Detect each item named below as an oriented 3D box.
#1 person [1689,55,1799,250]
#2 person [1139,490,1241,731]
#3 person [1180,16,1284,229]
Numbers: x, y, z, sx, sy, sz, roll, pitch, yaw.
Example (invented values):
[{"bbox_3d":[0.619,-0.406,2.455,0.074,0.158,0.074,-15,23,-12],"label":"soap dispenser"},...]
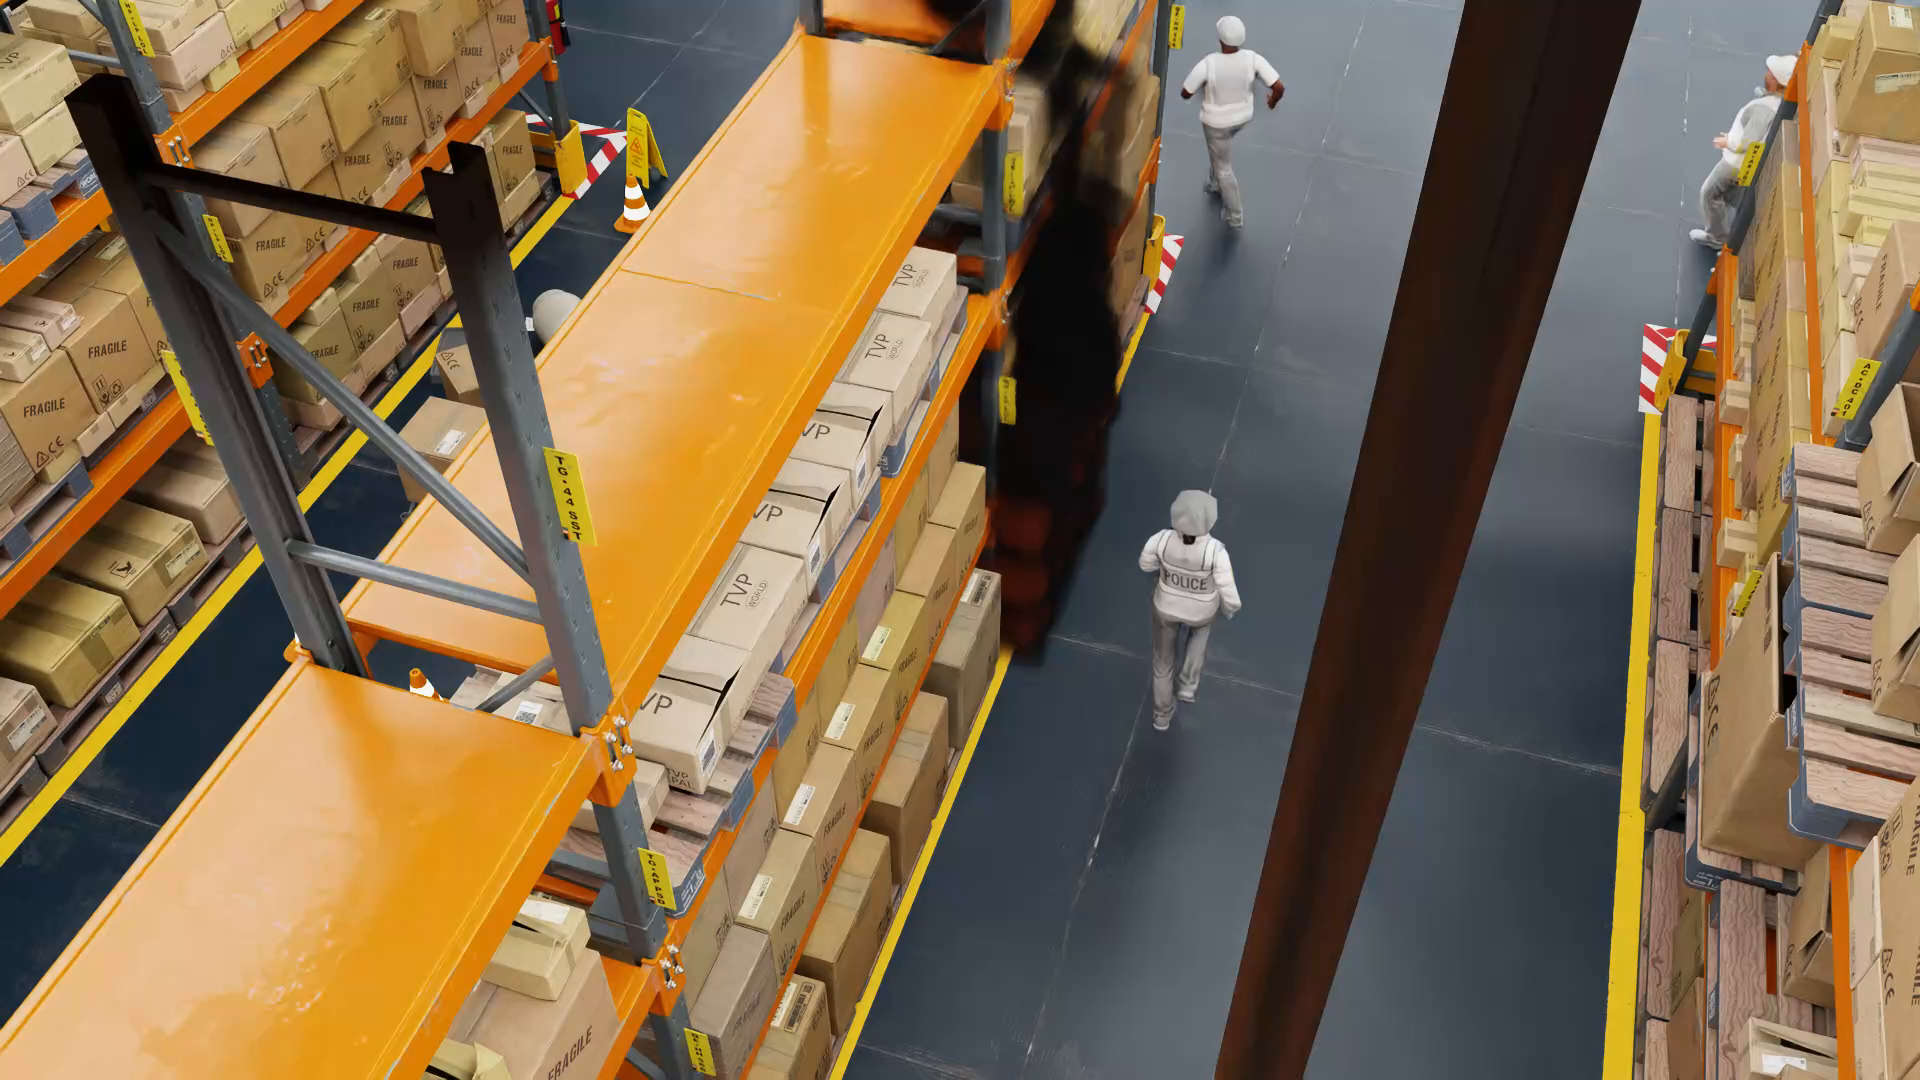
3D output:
[{"bbox_3d":[6.116,-2.938,12.816,0.661,1.736,0.596,-29,52,-25],"label":"person"},{"bbox_3d":[1.266,0.339,9.240,0.593,1.690,0.620,11,47,10],"label":"person"},{"bbox_3d":[2.080,-3.317,13.140,0.748,1.813,0.816,-16,48,-15],"label":"person"}]
